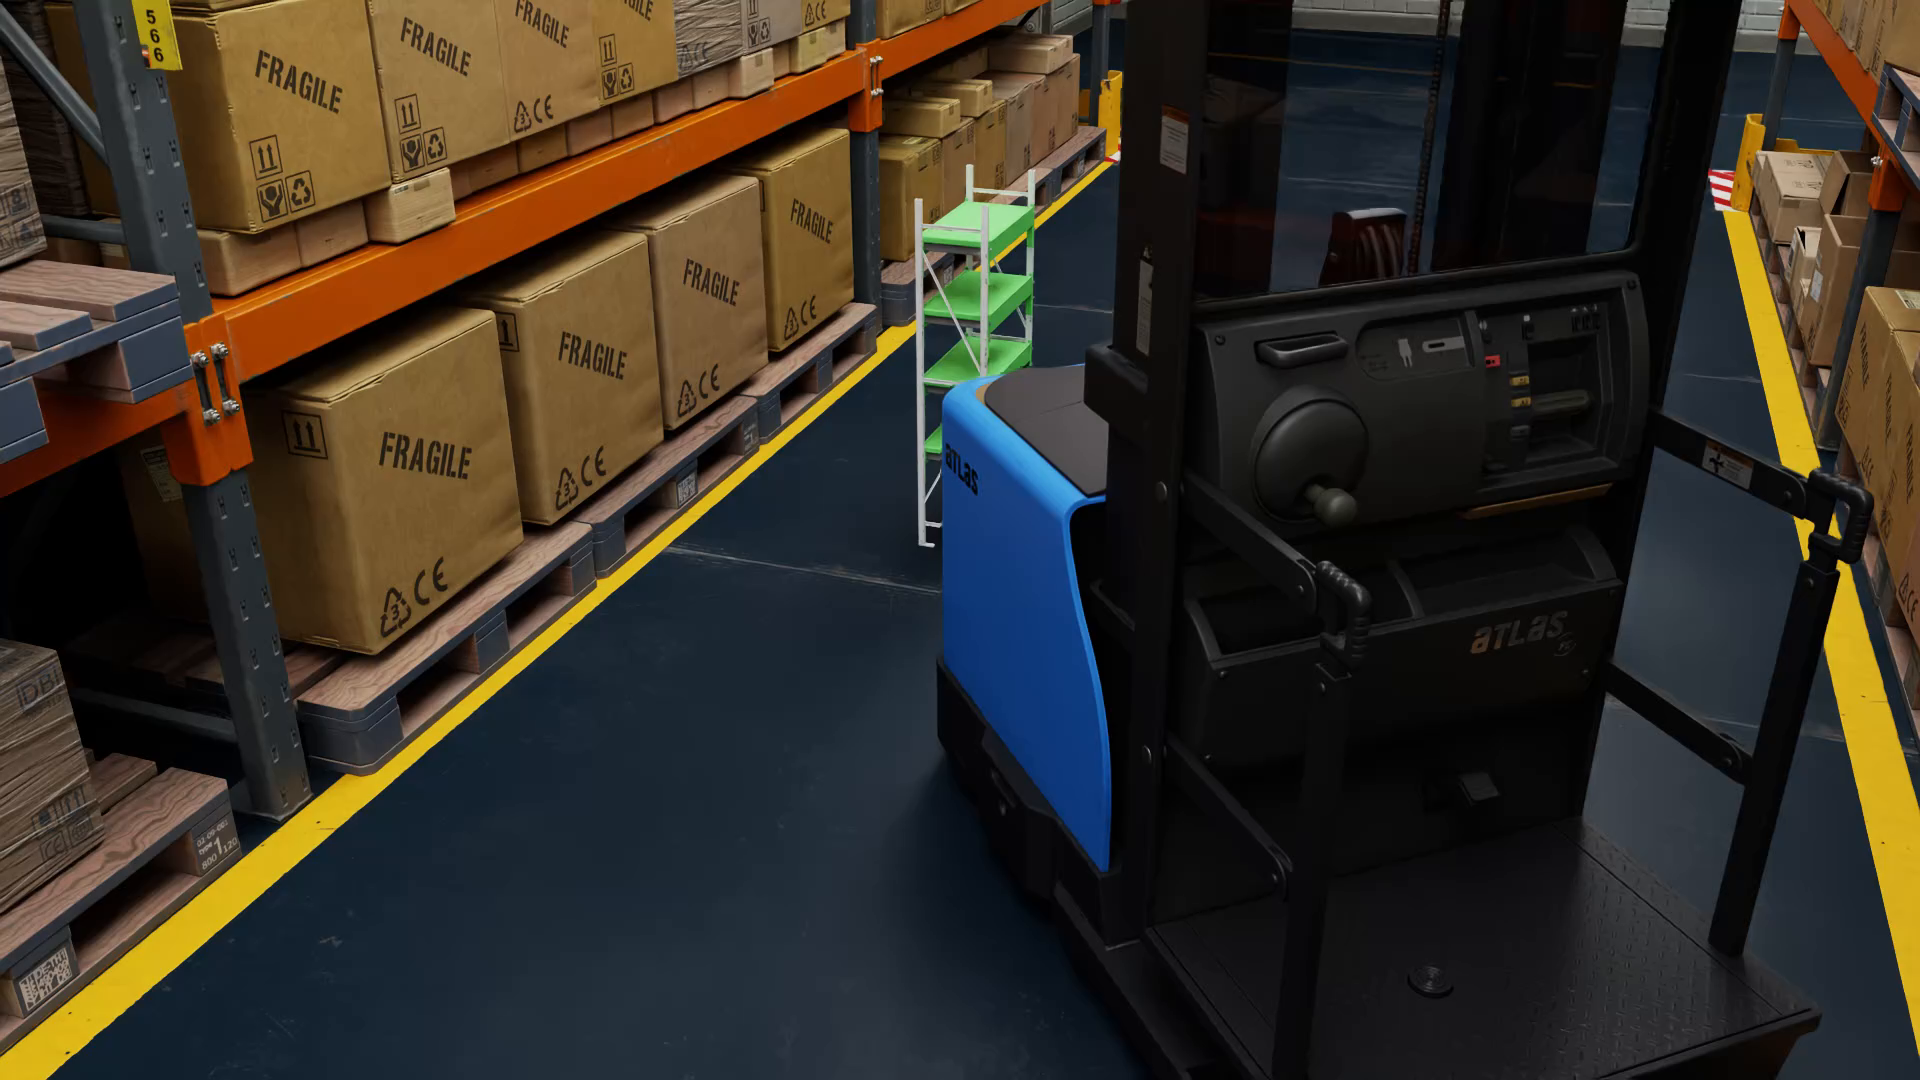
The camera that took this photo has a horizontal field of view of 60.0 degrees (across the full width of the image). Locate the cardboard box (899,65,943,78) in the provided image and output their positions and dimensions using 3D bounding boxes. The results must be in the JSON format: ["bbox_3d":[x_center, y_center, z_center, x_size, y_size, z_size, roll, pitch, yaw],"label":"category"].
[{"bbox_3d":[-0.311,-2.517,9.148,0.380,0.149,0.250,8,27,17],"label":"cardboard box"}]

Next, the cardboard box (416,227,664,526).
[{"bbox_3d":[-1.516,-0.584,5.499,0.750,0.750,0.750,9,27,17],"label":"cardboard box"}]

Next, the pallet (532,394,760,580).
[{"bbox_3d":[-1.441,-0.278,6.082,1.003,0.211,1.213,9,27,17],"label":"pallet"}]

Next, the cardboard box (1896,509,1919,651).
[{"bbox_3d":[2.922,0.076,4.514,0.500,0.500,0.500,8,27,15],"label":"cardboard box"}]

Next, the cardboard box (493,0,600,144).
[{"bbox_3d":[-1.430,-1.488,4.903,0.500,0.500,0.500,9,27,17],"label":"cardboard box"}]

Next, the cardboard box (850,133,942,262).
[{"bbox_3d":[-0.506,-1.720,8.248,0.700,0.500,0.500,9,27,18],"label":"cardboard box"}]

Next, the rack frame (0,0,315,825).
[{"bbox_3d":[-2.182,-0.720,3.795,1.000,3.000,0.127,9,27,17],"label":"rack frame"}]

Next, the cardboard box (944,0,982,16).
[{"bbox_3d":[-0.407,-3.019,8.199,0.980,0.700,0.700,8,27,16],"label":"cardboard box"}]

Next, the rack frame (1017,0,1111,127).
[{"bbox_3d":[0.480,-4.008,10.586,1.000,3.000,0.127,9,27,17],"label":"rack frame"}]

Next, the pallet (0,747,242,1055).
[{"bbox_3d":[-2.444,0.856,3.740,1.003,0.211,1.213,9,27,17],"label":"pallet"}]

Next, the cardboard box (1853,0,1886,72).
[{"bbox_3d":[3.916,-2.147,6.627,0.500,0.500,0.500,10,27,19],"label":"cardboard box"}]

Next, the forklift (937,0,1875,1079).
[{"bbox_3d":[0.944,-0.222,2.846,1.130,2.935,3.031,-10,27,-19],"label":"forklift"}]

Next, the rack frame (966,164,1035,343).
[{"bbox_3d":[0.136,-0.708,5.836,0.240,1.200,0.015,9,27,17],"label":"rack frame"}]

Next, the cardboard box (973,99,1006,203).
[{"bbox_3d":[-0.162,-2.137,9.108,0.700,0.500,0.500,9,27,19],"label":"cardboard box"}]

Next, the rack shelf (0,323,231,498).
[{"bbox_3d":[-2.848,0.425,2.255,1.077,0.370,4.000,9,27,17],"label":"rack shelf"}]

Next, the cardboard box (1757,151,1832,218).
[{"bbox_3d":[4.538,-1.864,8.807,0.500,0.250,0.500,9,27,17],"label":"cardboard box"}]

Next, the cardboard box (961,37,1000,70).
[{"bbox_3d":[0.027,-2.934,10.009,0.380,0.149,0.250,9,27,18],"label":"cardboard box"}]

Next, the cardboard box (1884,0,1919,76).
[{"bbox_3d":[3.453,-1.719,5.262,0.700,0.500,0.500,0,26,0],"label":"cardboard box"}]

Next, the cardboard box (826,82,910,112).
[{"bbox_3d":[-0.480,-2.307,8.714,0.380,0.149,0.250,8,27,16],"label":"cardboard box"}]

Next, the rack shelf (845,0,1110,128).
[{"bbox_3d":[-0.185,-2.862,9.045,1.077,0.370,4.000,9,27,17],"label":"rack shelf"}]

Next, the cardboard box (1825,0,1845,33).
[{"bbox_3d":[4.252,-2.568,7.497,0.500,0.500,0.500,9,27,18],"label":"cardboard box"}]

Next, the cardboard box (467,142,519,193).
[{"bbox_3d":[-1.548,-1.146,4.941,0.380,0.149,0.250,9,27,19],"label":"cardboard box"}]

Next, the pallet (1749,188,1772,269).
[{"bbox_3d":[4.863,-1.677,8.971,1.003,0.211,1.213,9,27,17],"label":"pallet"}]

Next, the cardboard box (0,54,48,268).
[{"bbox_3d":[-2.329,-0.769,3.276,0.700,0.500,0.500,6,26,11],"label":"cardboard box"}]

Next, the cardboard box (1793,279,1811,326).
[{"bbox_3d":[3.812,-1.000,7.140,0.380,0.149,0.250,9,27,17],"label":"cardboard box"}]

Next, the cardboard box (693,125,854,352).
[{"bbox_3d":[-0.945,-1.300,6.977,0.750,0.750,0.750,9,27,18],"label":"cardboard box"}]

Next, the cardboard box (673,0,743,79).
[{"bbox_3d":[-1.103,-1.909,5.772,0.500,0.500,0.500,9,27,18],"label":"cardboard box"}]

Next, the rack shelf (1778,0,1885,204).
[{"bbox_3d":[4.487,-2.145,7.564,1.077,0.370,4.000,9,27,17],"label":"rack shelf"}]

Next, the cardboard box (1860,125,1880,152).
[{"bbox_3d":[5.204,-2.105,9.019,0.500,0.500,0.500,9,27,17],"label":"cardboard box"}]

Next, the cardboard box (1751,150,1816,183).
[{"bbox_3d":[4.689,-2.084,9.378,0.380,0.149,0.250,9,27,17],"label":"cardboard box"}]

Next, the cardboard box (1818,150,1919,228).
[{"bbox_3d":[4.442,-1.494,7.754,0.797,0.503,0.637,9,27,17],"label":"cardboard box"}]

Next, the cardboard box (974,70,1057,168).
[{"bbox_3d":[0.175,-2.564,9.990,0.700,0.500,0.500,9,27,17],"label":"cardboard box"}]

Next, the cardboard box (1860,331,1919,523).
[{"bbox_3d":[3.264,-0.336,5.365,0.500,0.500,0.500,9,27,18],"label":"cardboard box"}]

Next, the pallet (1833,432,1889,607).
[{"bbox_3d":[3.587,-0.052,5.616,1.003,0.211,1.213,9,27,17],"label":"pallet"}]

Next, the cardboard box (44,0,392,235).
[{"bbox_3d":[-1.779,-1.071,4.040,0.500,0.500,0.500,10,27,19],"label":"cardboard box"}]

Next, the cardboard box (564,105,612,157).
[{"bbox_3d":[-1.354,-1.350,5.361,0.380,0.149,0.250,9,27,18],"label":"cardboard box"}]

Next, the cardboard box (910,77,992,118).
[{"bbox_3d":[-0.046,-2.341,8.785,0.380,0.149,0.250,8,27,16],"label":"cardboard box"}]

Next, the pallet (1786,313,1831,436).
[{"bbox_3d":[4.051,-0.674,6.900,1.003,0.211,1.213,9,27,17],"label":"pallet"}]

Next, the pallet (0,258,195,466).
[{"bbox_3d":[-2.319,-0.326,3.201,1.213,0.211,1.003,9,27,17],"label":"pallet"}]

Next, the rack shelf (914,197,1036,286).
[{"bbox_3d":[0.055,-0.983,5.448,0.258,0.148,0.480,9,27,17],"label":"rack shelf"}]

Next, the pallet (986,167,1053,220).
[{"bbox_3d":[-0.120,-1.913,9.459,1.003,0.211,1.213,9,27,17],"label":"pallet"}]

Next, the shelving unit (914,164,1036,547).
[{"bbox_3d":[0.055,-0.608,5.629,0.258,1.200,0.503,9,27,17],"label":"shelving unit"}]

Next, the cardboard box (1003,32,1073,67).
[{"bbox_3d":[0.471,-2.982,10.110,0.380,0.149,0.250,8,27,17],"label":"cardboard box"}]

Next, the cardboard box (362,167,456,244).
[{"bbox_3d":[-1.594,-0.917,4.467,0.380,0.149,0.250,10,27,19],"label":"cardboard box"}]

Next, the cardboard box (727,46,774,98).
[{"bbox_3d":[-0.919,-1.756,6.200,0.380,0.149,0.250,9,27,17],"label":"cardboard box"}]

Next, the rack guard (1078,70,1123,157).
[{"bbox_3d":[0.488,-2.893,11.151,1.175,0.500,0.348,9,27,17],"label":"rack guard"}]

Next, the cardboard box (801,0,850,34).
[{"bbox_3d":[-0.767,-2.326,6.632,0.500,0.500,0.500,8,27,17],"label":"cardboard box"}]

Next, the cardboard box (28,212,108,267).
[{"bbox_3d":[-2.315,-0.787,4.199,0.380,0.149,0.250,9,27,18],"label":"cardboard box"}]

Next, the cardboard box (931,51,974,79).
[{"bbox_3d":[-0.141,-2.726,9.581,0.380,0.149,0.250,9,27,18],"label":"cardboard box"}]

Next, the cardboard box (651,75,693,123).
[{"bbox_3d":[-1.161,-1.564,5.804,0.380,0.149,0.250,8,27,16],"label":"cardboard box"}]

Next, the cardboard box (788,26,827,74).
[{"bbox_3d":[-0.758,-1.973,6.648,0.380,0.149,0.250,9,27,18],"label":"cardboard box"}]

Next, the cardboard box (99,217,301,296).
[{"bbox_3d":[-1.854,-0.718,4.056,0.380,0.149,0.250,8,27,17],"label":"cardboard box"}]

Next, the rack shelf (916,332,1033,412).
[{"bbox_3d":[0.055,-0.551,5.657,0.258,0.148,0.480,9,27,17],"label":"rack shelf"}]

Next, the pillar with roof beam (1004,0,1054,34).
[{"bbox_3d":[4.622,-7.319,10.539,9.100,9.000,0.400,9,27,17],"label":"pillar with roof beam"}]

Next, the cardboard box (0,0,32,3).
[{"bbox_3d":[-2.276,-1.470,4.004,0.500,0.250,0.500,10,27,19],"label":"cardboard box"}]
